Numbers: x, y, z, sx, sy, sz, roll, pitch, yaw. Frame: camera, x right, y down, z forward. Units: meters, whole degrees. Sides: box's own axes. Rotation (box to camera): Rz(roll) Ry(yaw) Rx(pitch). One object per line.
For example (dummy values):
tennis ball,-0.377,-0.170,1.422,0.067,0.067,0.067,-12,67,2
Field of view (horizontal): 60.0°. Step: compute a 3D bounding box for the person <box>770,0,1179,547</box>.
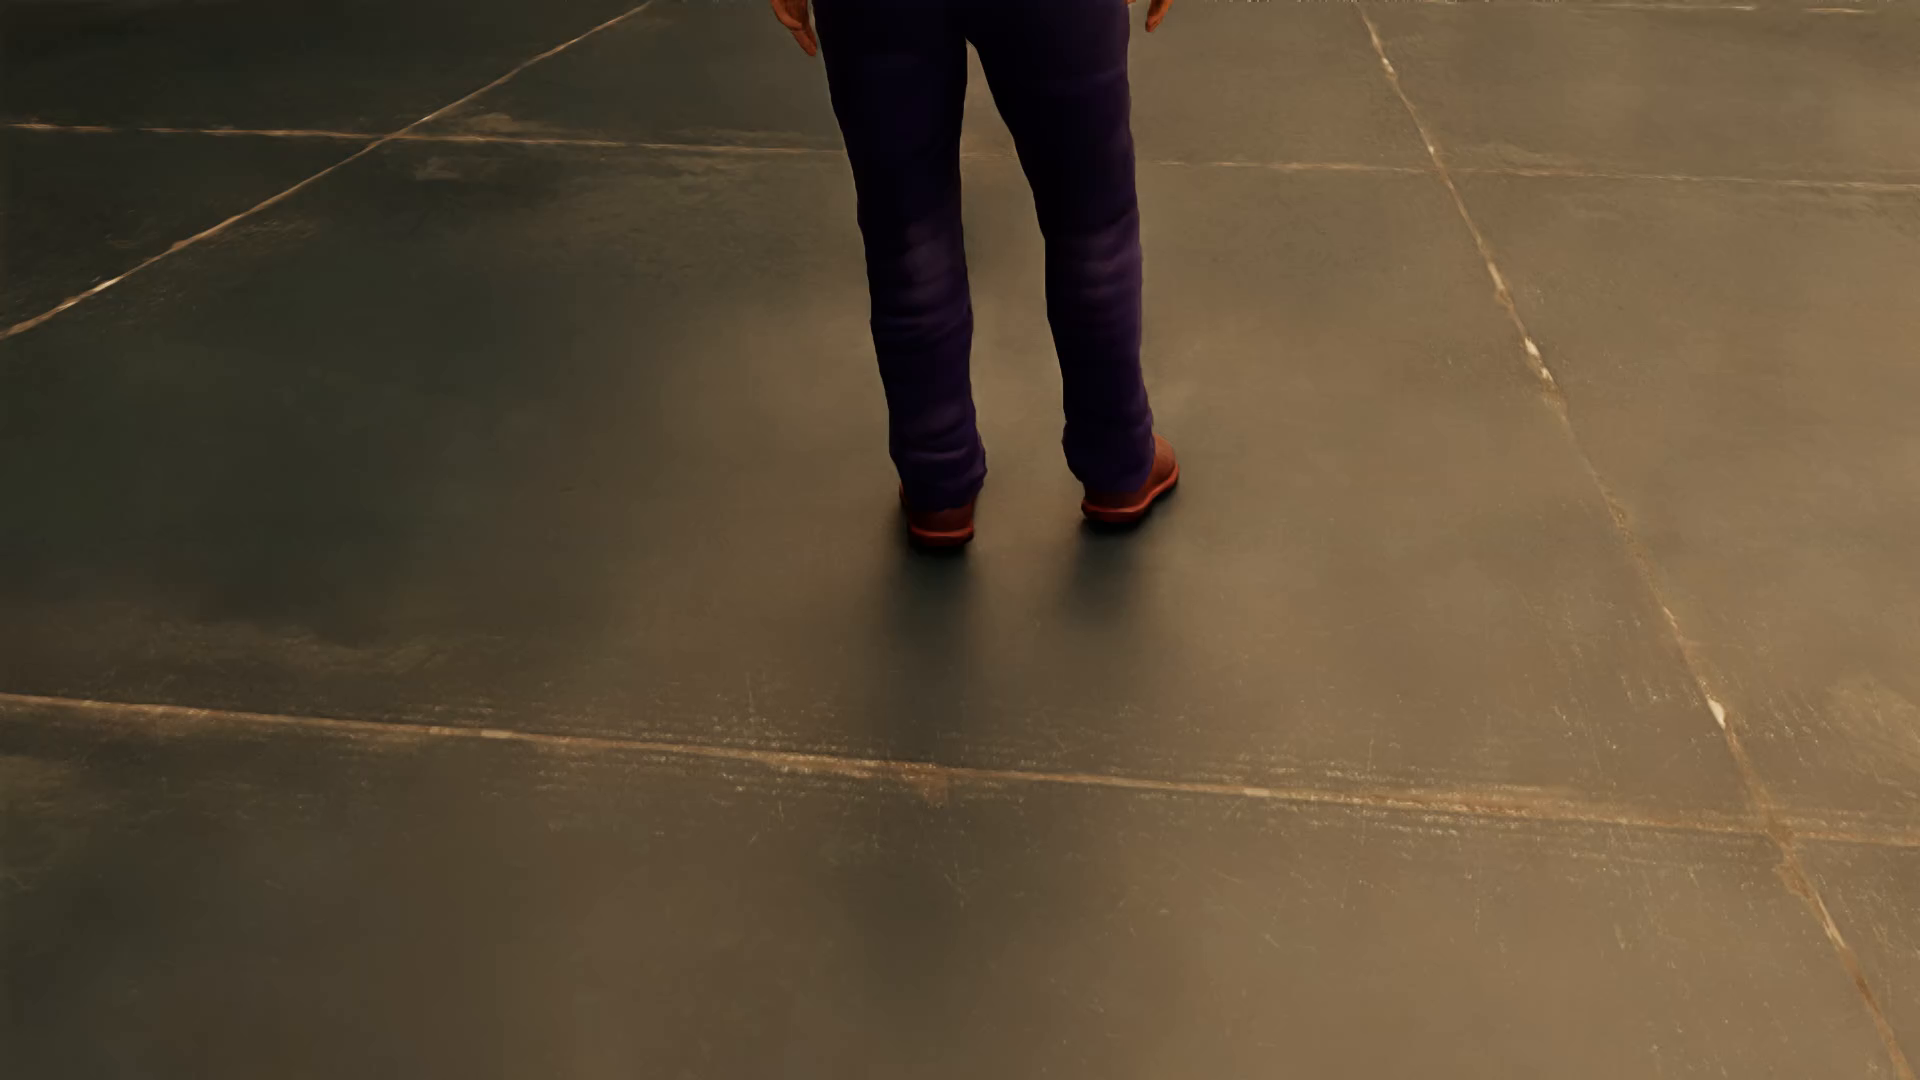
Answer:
person,0.034,-0.782,2.206,0.599,1.650,0.502,3,27,7
